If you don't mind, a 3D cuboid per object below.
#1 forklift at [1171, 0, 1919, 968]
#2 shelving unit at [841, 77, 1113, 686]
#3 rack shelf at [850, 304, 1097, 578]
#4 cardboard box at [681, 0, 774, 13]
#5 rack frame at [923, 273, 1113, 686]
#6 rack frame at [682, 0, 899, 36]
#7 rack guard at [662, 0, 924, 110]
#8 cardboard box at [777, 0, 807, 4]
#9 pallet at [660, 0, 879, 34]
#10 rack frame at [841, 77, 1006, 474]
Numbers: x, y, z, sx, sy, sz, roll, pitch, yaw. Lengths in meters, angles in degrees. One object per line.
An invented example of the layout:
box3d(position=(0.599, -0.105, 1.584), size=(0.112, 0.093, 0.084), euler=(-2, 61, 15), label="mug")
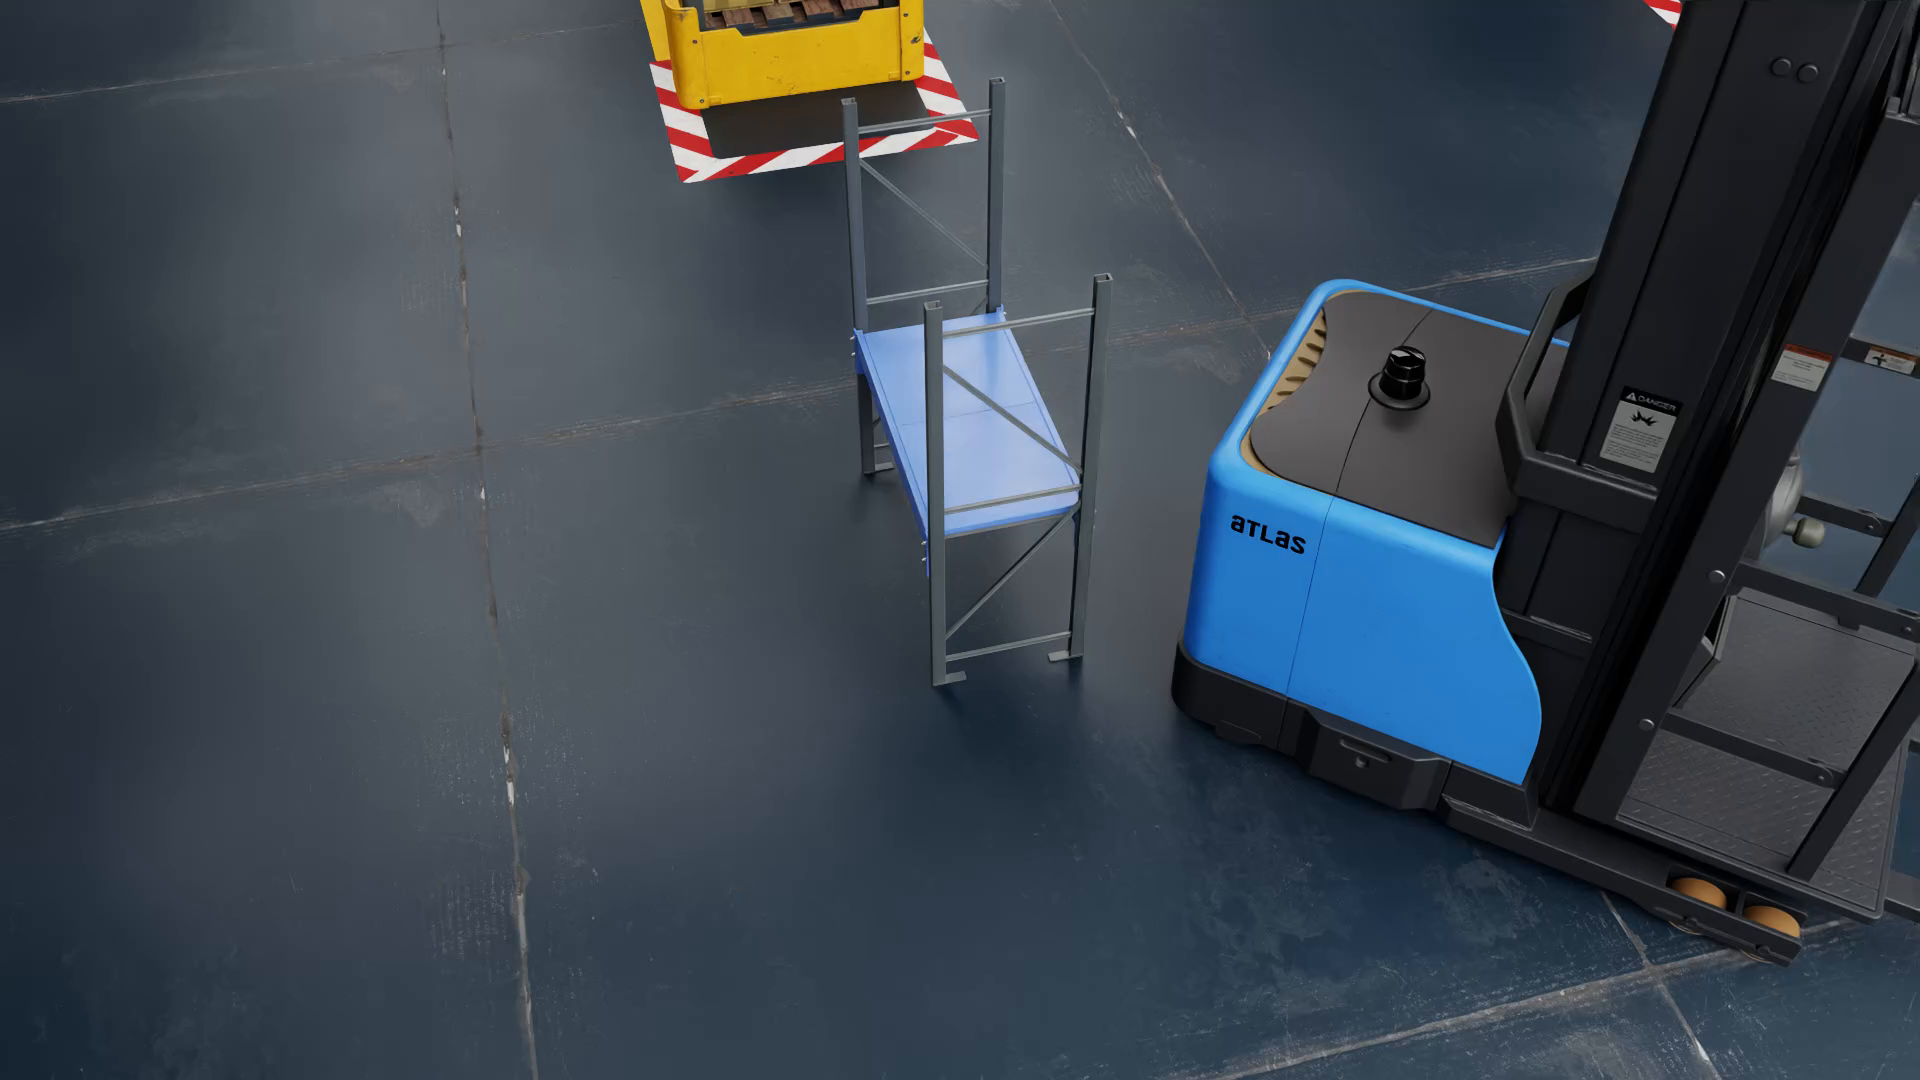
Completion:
box3d(position=(2.205, -0.295, 3.987), size=(3.031, 2.935, 1.130), euler=(21, 49, 19), label="forklift")
box3d(position=(0.022, -0.466, 5.157), size=(0.538, 1.500, 1.048), euler=(-11, 47, -10), label="shelving unit")
box3d(position=(0.022, -0.340, 5.285), size=(0.538, 0.185, 1.000), euler=(-11, 47, -10), label="rack shelf")
box3d(position=(-1.194, -2.776, 8.002), size=(0.500, 0.250, 0.500), euler=(-11, 47, -10), label="cardboard box")
box3d(position=(0.152, -0.115, 4.813), size=(0.500, 1.500, 0.032), euler=(-11, 47, -10), label="rack frame")
box3d(position=(-0.771, -3.275, 6.860), size=(1.000, 3.000, 0.127), euler=(-11, 47, -10), label="rack frame")
box3d(position=(-0.765, -2.384, 7.736), size=(1.175, 0.500, 0.348), euler=(-11, 47, -10), label="rack guard")
box3d(position=(-0.693, -2.871, 8.095), size=(0.500, 0.250, 0.500), euler=(-11, 47, -10), label="cardboard box")
box3d(position=(-1.007, -2.820, 8.366), size=(1.003, 0.211, 1.213), euler=(-11, 47, -10), label="pallet")
box3d(position=(-0.108, -0.817, 5.501), size=(0.500, 1.500, 0.032), euler=(-11, 47, -10), label="rack frame")
